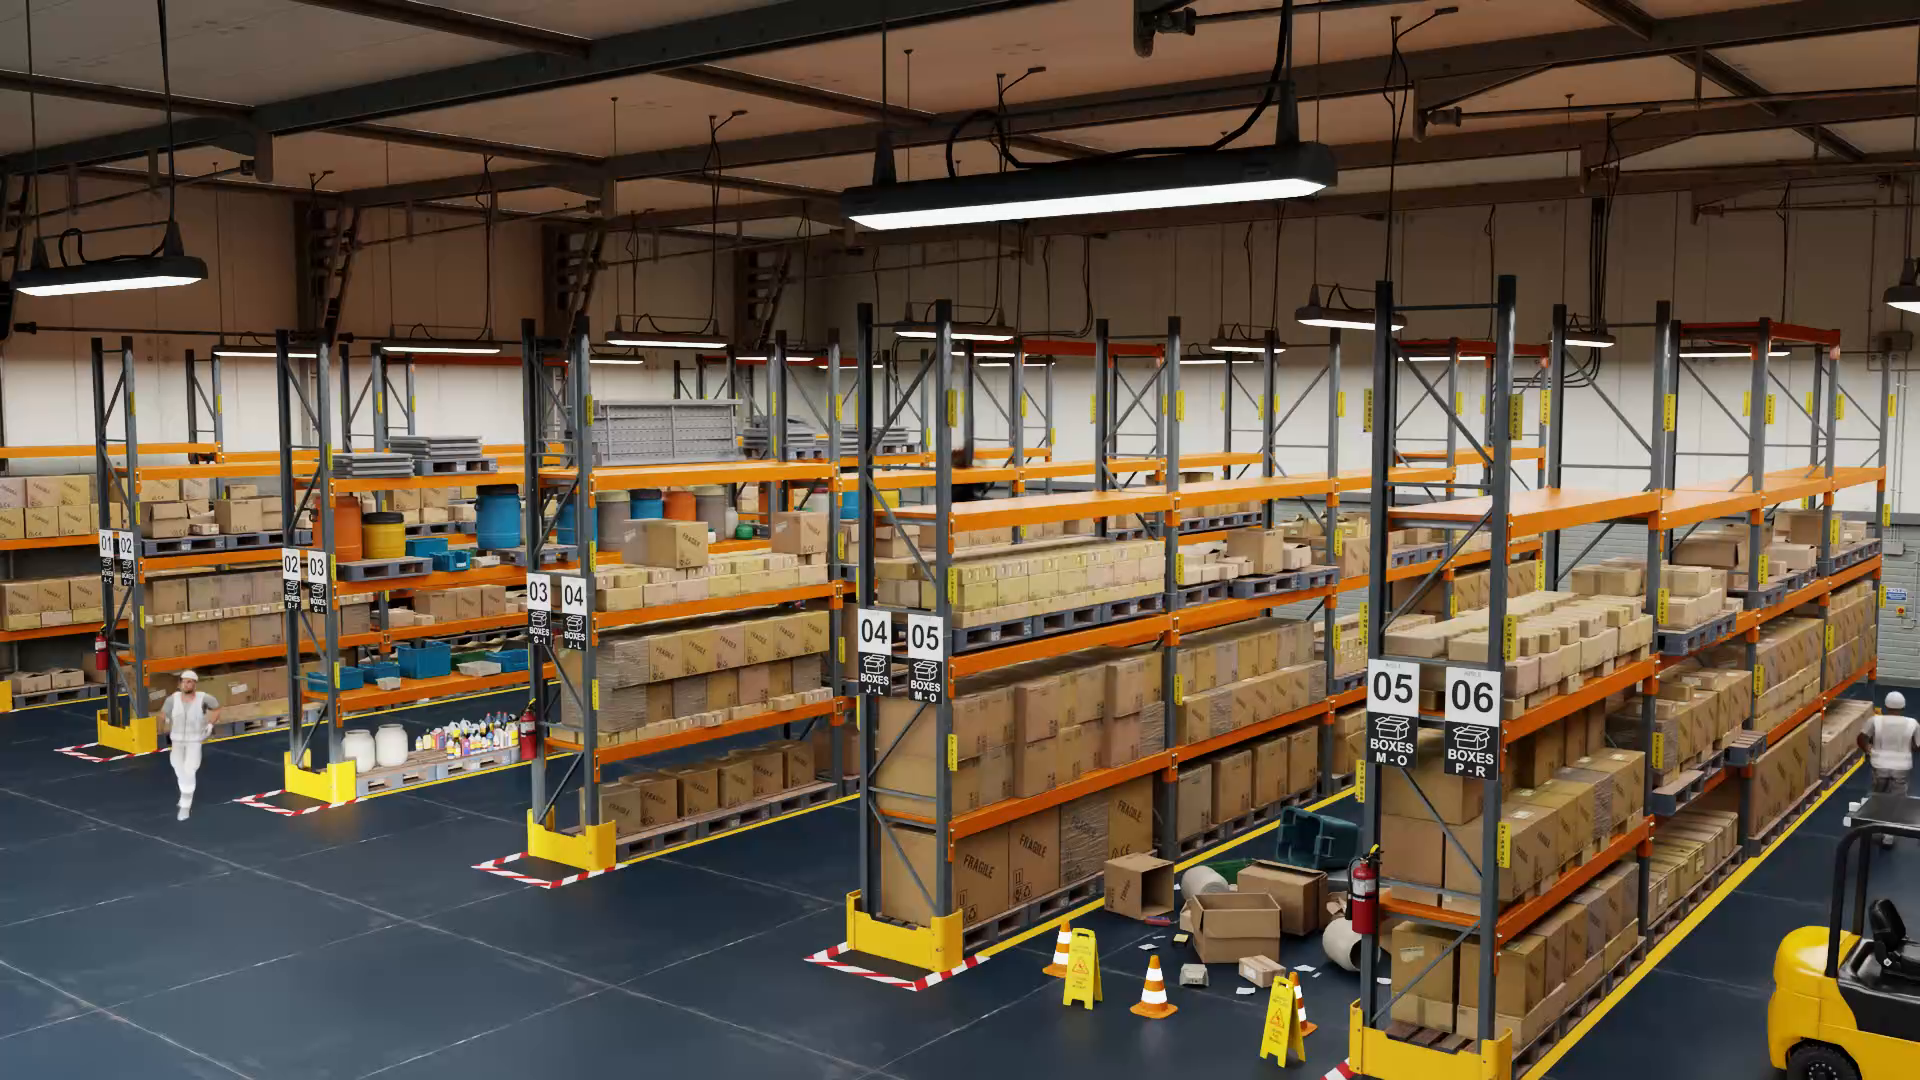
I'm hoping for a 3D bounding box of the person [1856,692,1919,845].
[{"bbox_3d":[10.734,2.615,19.181,0.662,1.782,0.644,3,6,34],"label":"person"}]

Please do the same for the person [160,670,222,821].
[{"bbox_3d":[-9.470,2.509,20.444,0.644,1.842,0.775,0,5,-6],"label":"person"}]

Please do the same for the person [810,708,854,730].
[{"bbox_3d":[-1.905,1.849,24.323,0.650,1.798,0.873,4,6,36],"label":"person"}]
